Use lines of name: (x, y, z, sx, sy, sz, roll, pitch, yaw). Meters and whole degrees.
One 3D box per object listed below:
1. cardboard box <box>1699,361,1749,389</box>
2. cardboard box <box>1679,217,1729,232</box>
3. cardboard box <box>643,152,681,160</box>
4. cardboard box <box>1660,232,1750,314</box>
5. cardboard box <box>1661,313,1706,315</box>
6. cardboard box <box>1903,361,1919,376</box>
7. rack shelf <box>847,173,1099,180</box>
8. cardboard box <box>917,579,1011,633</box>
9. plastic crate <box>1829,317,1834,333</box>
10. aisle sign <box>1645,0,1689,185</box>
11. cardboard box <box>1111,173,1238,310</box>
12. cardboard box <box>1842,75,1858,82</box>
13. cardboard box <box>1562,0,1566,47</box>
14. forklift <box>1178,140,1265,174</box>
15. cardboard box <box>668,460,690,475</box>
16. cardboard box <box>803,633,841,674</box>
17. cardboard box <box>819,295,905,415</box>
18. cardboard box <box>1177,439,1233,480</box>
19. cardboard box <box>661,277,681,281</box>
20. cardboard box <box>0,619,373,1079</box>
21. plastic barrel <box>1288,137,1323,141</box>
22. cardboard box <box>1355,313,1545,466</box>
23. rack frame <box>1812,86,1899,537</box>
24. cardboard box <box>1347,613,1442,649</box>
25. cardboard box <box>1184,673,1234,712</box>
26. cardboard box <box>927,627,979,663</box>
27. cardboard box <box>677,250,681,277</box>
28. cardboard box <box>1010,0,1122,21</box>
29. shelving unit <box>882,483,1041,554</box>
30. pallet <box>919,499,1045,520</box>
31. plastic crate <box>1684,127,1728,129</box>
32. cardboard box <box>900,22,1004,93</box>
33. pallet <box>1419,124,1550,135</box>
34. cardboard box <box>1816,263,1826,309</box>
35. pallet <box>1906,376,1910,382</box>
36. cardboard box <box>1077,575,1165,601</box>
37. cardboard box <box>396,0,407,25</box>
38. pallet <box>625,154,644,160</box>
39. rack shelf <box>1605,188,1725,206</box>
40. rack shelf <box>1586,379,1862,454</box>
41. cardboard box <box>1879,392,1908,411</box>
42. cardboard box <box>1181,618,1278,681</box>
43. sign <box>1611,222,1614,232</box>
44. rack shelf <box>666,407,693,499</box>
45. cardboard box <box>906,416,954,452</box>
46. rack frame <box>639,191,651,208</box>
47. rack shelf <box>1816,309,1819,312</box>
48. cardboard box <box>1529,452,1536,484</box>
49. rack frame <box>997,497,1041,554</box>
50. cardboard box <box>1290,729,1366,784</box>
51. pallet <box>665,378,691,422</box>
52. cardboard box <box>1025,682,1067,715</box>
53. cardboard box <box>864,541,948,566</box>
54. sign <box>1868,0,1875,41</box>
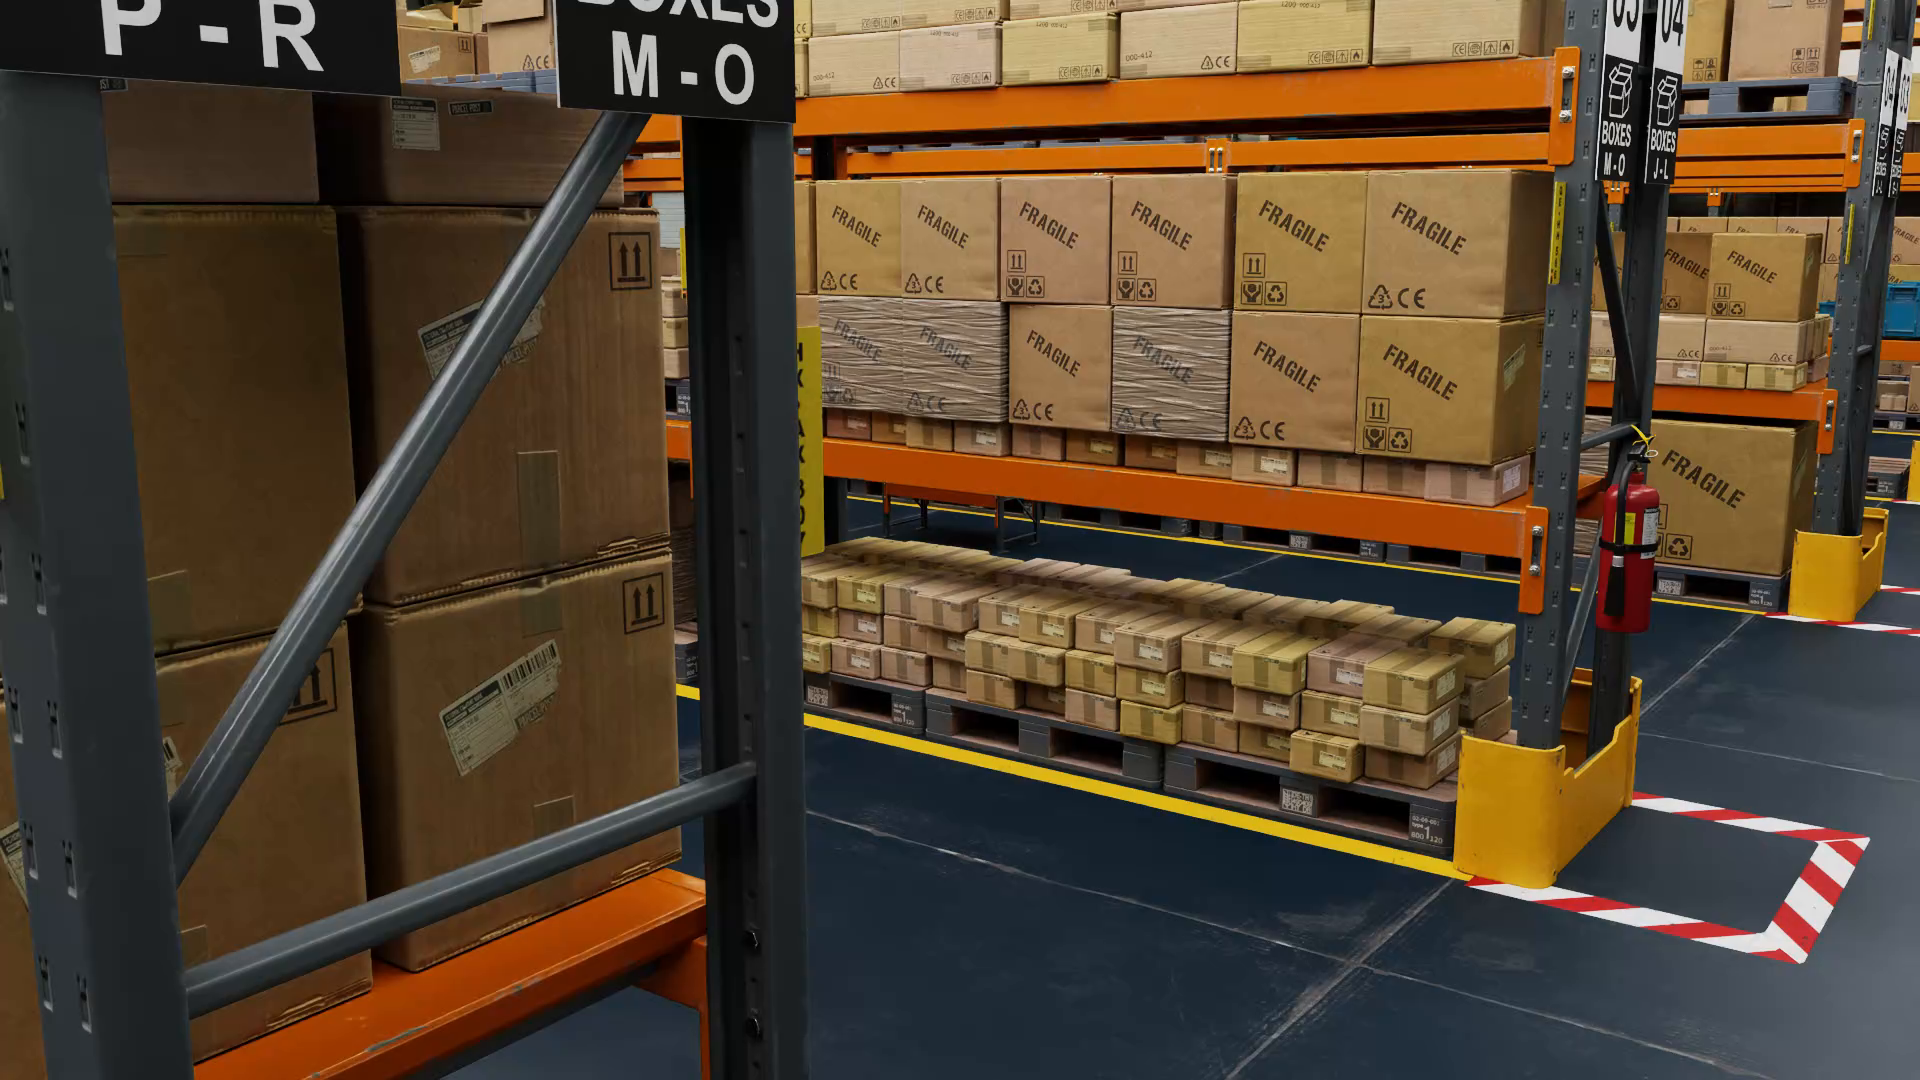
cardboard box: (4.612, -1.000, 9.961, 0.250, 0.149, 0.380, 8, 14, 36)
cardboard box: (8.576, -3.456, 19.102, 0.500, 0.500, 0.500, 7, 13, 34)
cardboard box: (-2.483, -3.529, 14.873, 0.500, 0.250, 0.500, 8, 14, 37)
cardboard box: (4.674, -1.696, 10.539, 0.500, 0.500, 0.500, 8, 13, 34)
cardboard box: (4.654, -1.330, 10.616, 0.500, 0.250, 0.500, 8, 13, 35)
cardboard box: (13.073, -2.478, 22.416, 0.500, 0.500, 0.700, 8, 13, 35)
rack shelf: (0.176, -4.106, 19.355, 4.000, 0.370, 1.077, 8, 13, 36)
cardboard box: (0.019, 0.294, 7.448, 0.250, 0.149, 0.380, 8, 14, 37)
plastic crate: (7.472, -1.827, 14.110, 0.243, 0.136, 0.396, 8, 13, 36)
aisle sign: (2.523, -1.670, 5.923, 0.004, 0.787, 0.394, 8, 13, 36)
cardboard box: (0.938, -1.170, 6.501, 0.500, 0.500, 0.500, 9, 14, 38)
cardboard box: (9.928, -4.797, 18.138, 0.500, 0.500, 0.700, 8, 13, 36)
cardboard box: (2.077, -1.845, 6.167, 0.500, 0.250, 0.500, 9, 14, 38)
forklift: (1.820, -2.018, 14.745, 3.031, 2.935, 1.130, 9, 14, 38)
cardboard box: (-1.376, -0.277, 9.064, 0.500, 0.250, 0.500, 7, 13, 33)
cardboard box: (-0.619, 0.507, 7.910, 0.250, 0.149, 0.380, 8, 14, 37)
cardboard box: (-0.284, -0.852, 7.492, 0.500, 0.500, 0.500, 8, 13, 36)
cardboard box: (1.053, -0.345, 6.579, 0.250, 0.149, 0.380, 7, 13, 33)
cardboard box: (-1.615, -1.384, 9.275, 0.250, 0.149, 0.380, 8, 13, 35)
cardboard box: (-1.107, 0.350, 2.060, 0.500, 0.500, 0.500, 8, 14, 36)
plastic barrel: (3.546, -4.406, 16.583, 0.708, 0.901, 0.600, 8, 13, 36)
cardboard box: (1.773, -0.563, 5.994, 0.500, 0.500, 0.500, 8, 14, 37)
rack frame: (5.304, -1.104, 9.841, 0.127, 3.000, 1.000, 8, 13, 36)
cardboard box: (1.772, 0.422, 6.787, 0.250, 0.149, 0.380, 8, 14, 37)
cardboard box: (1.117, 0.571, 6.796, 0.250, 0.149, 0.380, 8, 13, 35)
cardboard box: (0.064, 0.433, 7.511, 0.250, 0.149, 0.380, 9, 14, 38)
cardboard box: (-2.112, -2.361, 14.968, 0.500, 0.500, 0.700, 11, 15, 44)
cardboard box: (0.541, -2.188, 6.621, 0.500, 0.250, 0.500, 7, 13, 33)
shelving unit: (0.005, -0.552, 11.919, 1.048, 1.125, 0.538, 8, 13, 36)
pallet: (0.426, -0.397, 13.528, 1.213, 0.211, 1.003, 8, 13, 36)
plastic crate: (6.632, -3.574, 15.019, 0.530, 0.282, 0.437, 8, 13, 36)
cardboard box: (0.097, -1.996, 6.949, 0.500, 0.250, 0.500, 9, 14, 38)
pallet: (3.713, -2.752, 10.696, 1.213, 0.211, 1.003, 8, 13, 36)
cardboard box: (9.424, -2.850, 18.599, 0.500, 0.500, 0.500, 8, 13, 35)
pallet: (13.409, -2.088, 22.268, 1.213, 0.211, 1.003, 8, 13, 36)
cardboard box: (0.734, 0.276, 7.542, 0.250, 0.149, 0.380, 8, 14, 36)
cardboard box: (-3.354, -2.985, 9.387, 0.258, 0.266, 0.396, 8, 13, 36)
pallet: (-3.095, -3.632, 15.504, 1.003, 0.211, 1.213, 8, 13, 36)
rack shelf: (9.264, -5.173, 24.870, 4.000, 0.370, 1.077, 8, 13, 36)
rack shelf: (3.692, -0.976, 11.071, 4.000, 0.370, 1.077, 8, 13, 36)
cardboard box: (10.314, -1.528, 18.333, 0.250, 0.166, 0.380, 8, 13, 36)
cardboard box: (1.087, 0.439, 6.698, 0.250, 0.149, 0.380, 7, 13, 33)
sign: (7.621, -3.553, 19.451, 0.005, 0.325, 0.100, 8, 13, 36)
rack shelf: (-2.549, -0.678, 9.530, 4.000, 0.370, 1.077, 8, 13, 36)
cardboard box: (-0.024, -0.491, 7.334, 0.250, 0.149, 0.380, 8, 14, 37)
rack frame: (-4.660, -3.661, 23.058, 0.127, 3.000, 1.000, 8, 13, 36)
rack shelf: (9.559, -2.492, 18.909, 4.000, 0.370, 1.077, 8, 13, 36)
cardboard box: (2.220, -0.320, 6.446, 0.250, 0.149, 0.380, 8, 13, 35)
rack frame: (0.415, -0.494, 11.624, 0.032, 1.125, 0.500, 8, 13, 36)
cardboard box: (1.472, 0.796, 6.416, 0.250, 0.149, 0.380, 8, 14, 37)
pallet: (-1.467, -0.820, 8.877, 1.213, 0.211, 1.003, 8, 13, 36)
cardboard box: (0.493, 0.635, 7.250, 0.250, 0.149, 0.380, 8, 14, 37)
cardboard box: (-0.267, 0.118, 8.356, 0.250, 0.149, 0.380, 8, 14, 36)
sign: (4.972, -2.891, 9.058, 0.005, 0.325, 0.100, 8, 13, 36)
